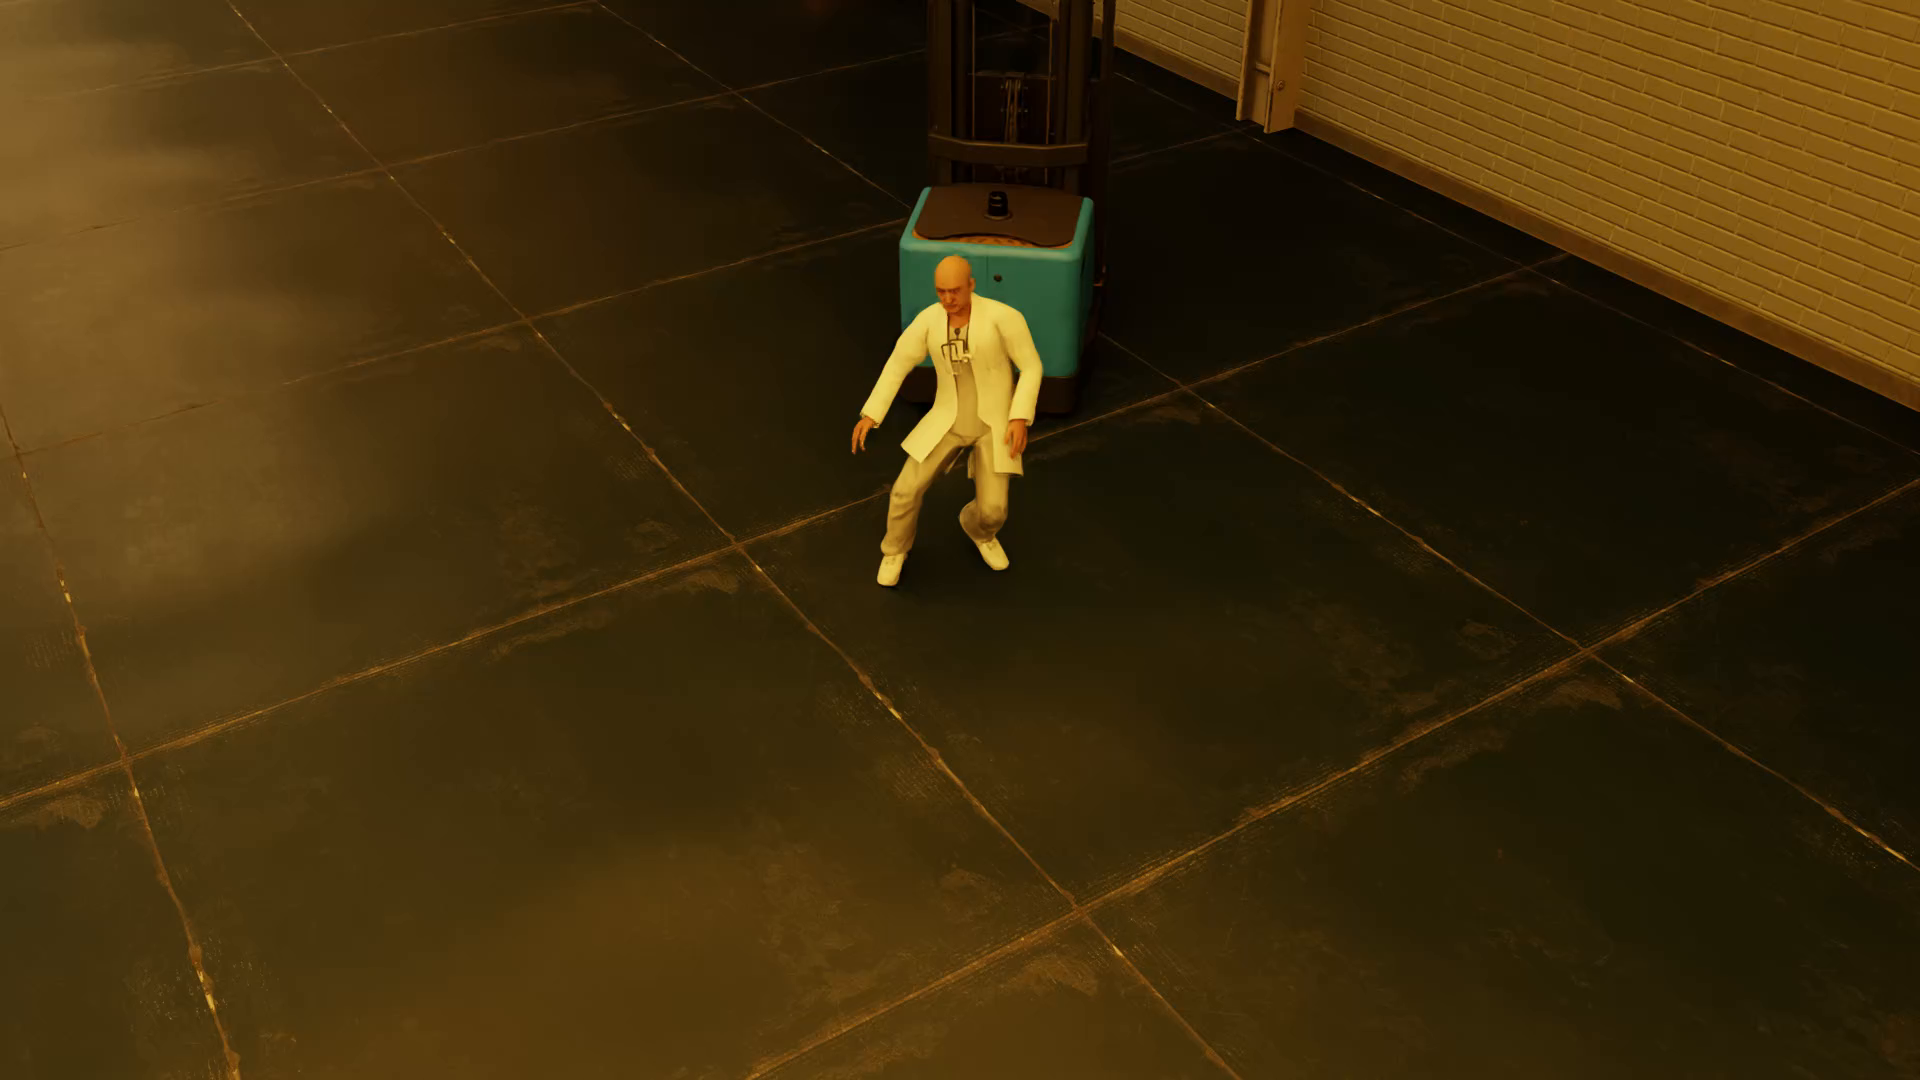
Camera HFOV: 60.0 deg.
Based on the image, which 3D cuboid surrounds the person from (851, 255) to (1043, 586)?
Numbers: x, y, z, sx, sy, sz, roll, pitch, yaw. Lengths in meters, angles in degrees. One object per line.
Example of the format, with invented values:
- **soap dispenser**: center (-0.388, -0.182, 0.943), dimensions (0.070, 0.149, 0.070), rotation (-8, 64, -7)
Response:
- **person**: center (-0.047, -0.543, 8.032), dimensions (0.844, 1.646, 0.628), rotation (11, 37, 15)

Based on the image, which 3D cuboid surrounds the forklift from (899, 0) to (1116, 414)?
- **forklift**: center (0.390, -2.766, 10.084), dimensions (1.130, 2.935, 3.031), rotation (5, 35, 7)
